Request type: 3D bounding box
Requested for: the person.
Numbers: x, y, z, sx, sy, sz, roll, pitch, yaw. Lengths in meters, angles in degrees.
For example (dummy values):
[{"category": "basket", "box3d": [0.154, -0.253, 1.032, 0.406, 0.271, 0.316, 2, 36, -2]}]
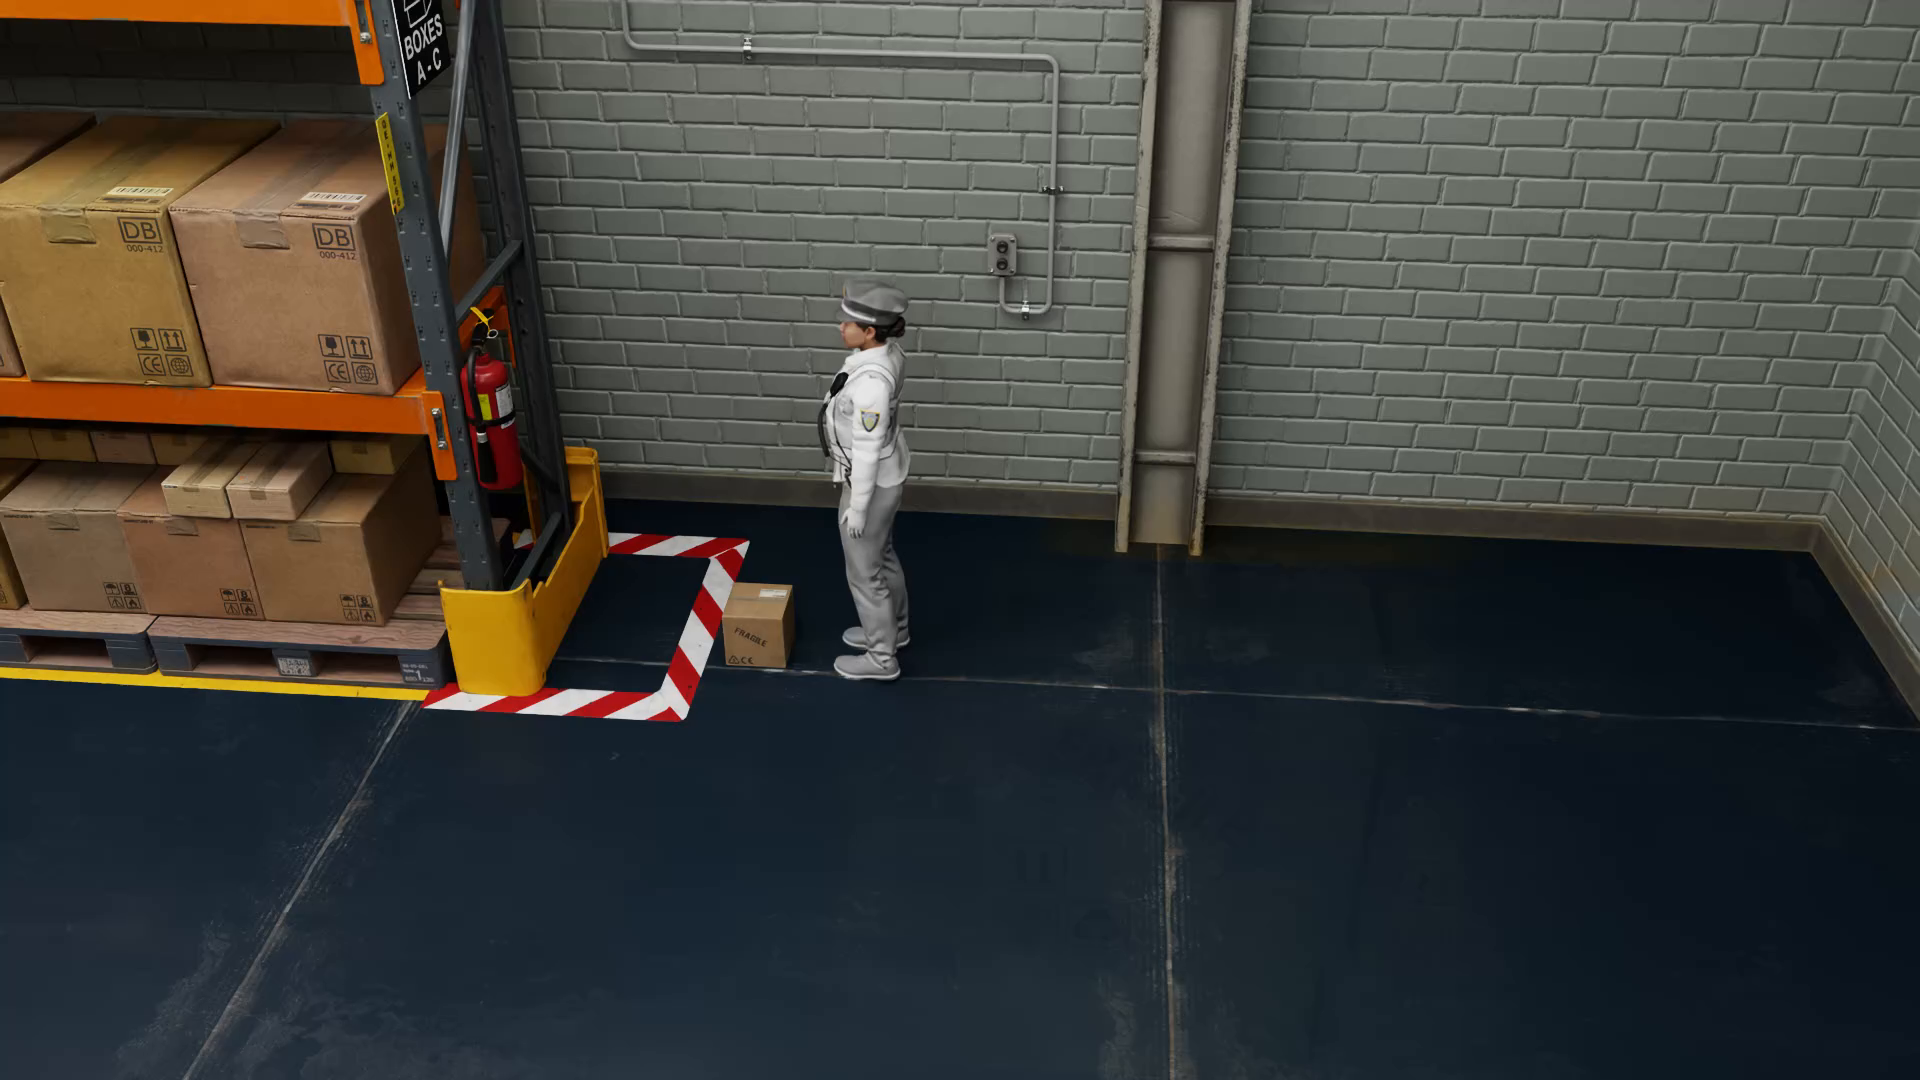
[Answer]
[{"category": "person", "box3d": [-0.355, -0.225, 6.479, 0.335, 1.685, 0.472, 3, 32, 5]}]
